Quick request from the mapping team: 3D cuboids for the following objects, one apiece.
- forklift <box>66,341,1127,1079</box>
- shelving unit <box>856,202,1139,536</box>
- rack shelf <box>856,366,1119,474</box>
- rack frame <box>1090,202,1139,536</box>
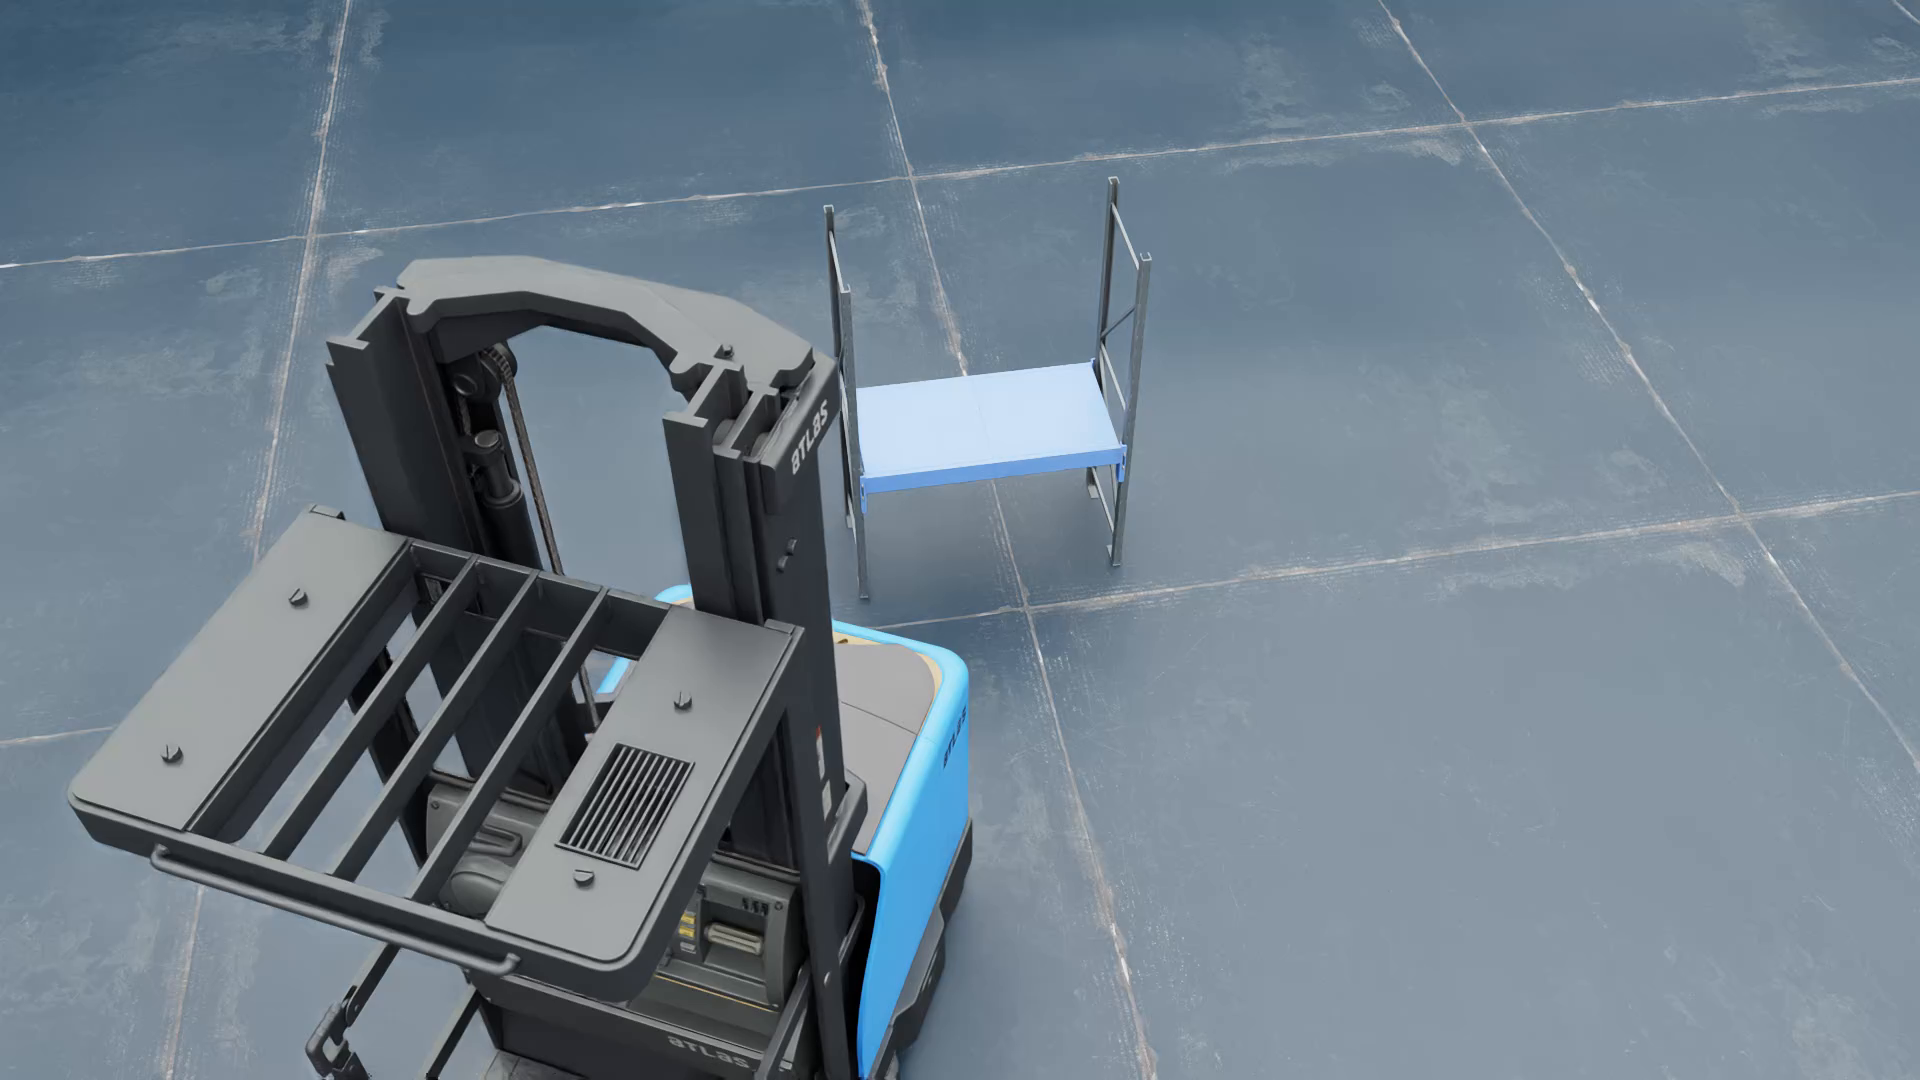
[{"bbox_3d":[-6.619,2.853,1.503,10.324,3.598,15.967,13,48,12],"label":"forklift"},{"bbox_3d":[0.103,-0.534,6.223,0.991,1.308,0.475,-7,46,-7],"label":"shelving unit"},{"bbox_3d":[0.084,-0.440,6.314,0.952,0.062,0.459,-7,46,-7],"label":"rack shelf"},{"bbox_3d":[0.585,-0.594,6.281,0.013,1.308,0.475,-7,46,-7],"label":"rack frame"}]
